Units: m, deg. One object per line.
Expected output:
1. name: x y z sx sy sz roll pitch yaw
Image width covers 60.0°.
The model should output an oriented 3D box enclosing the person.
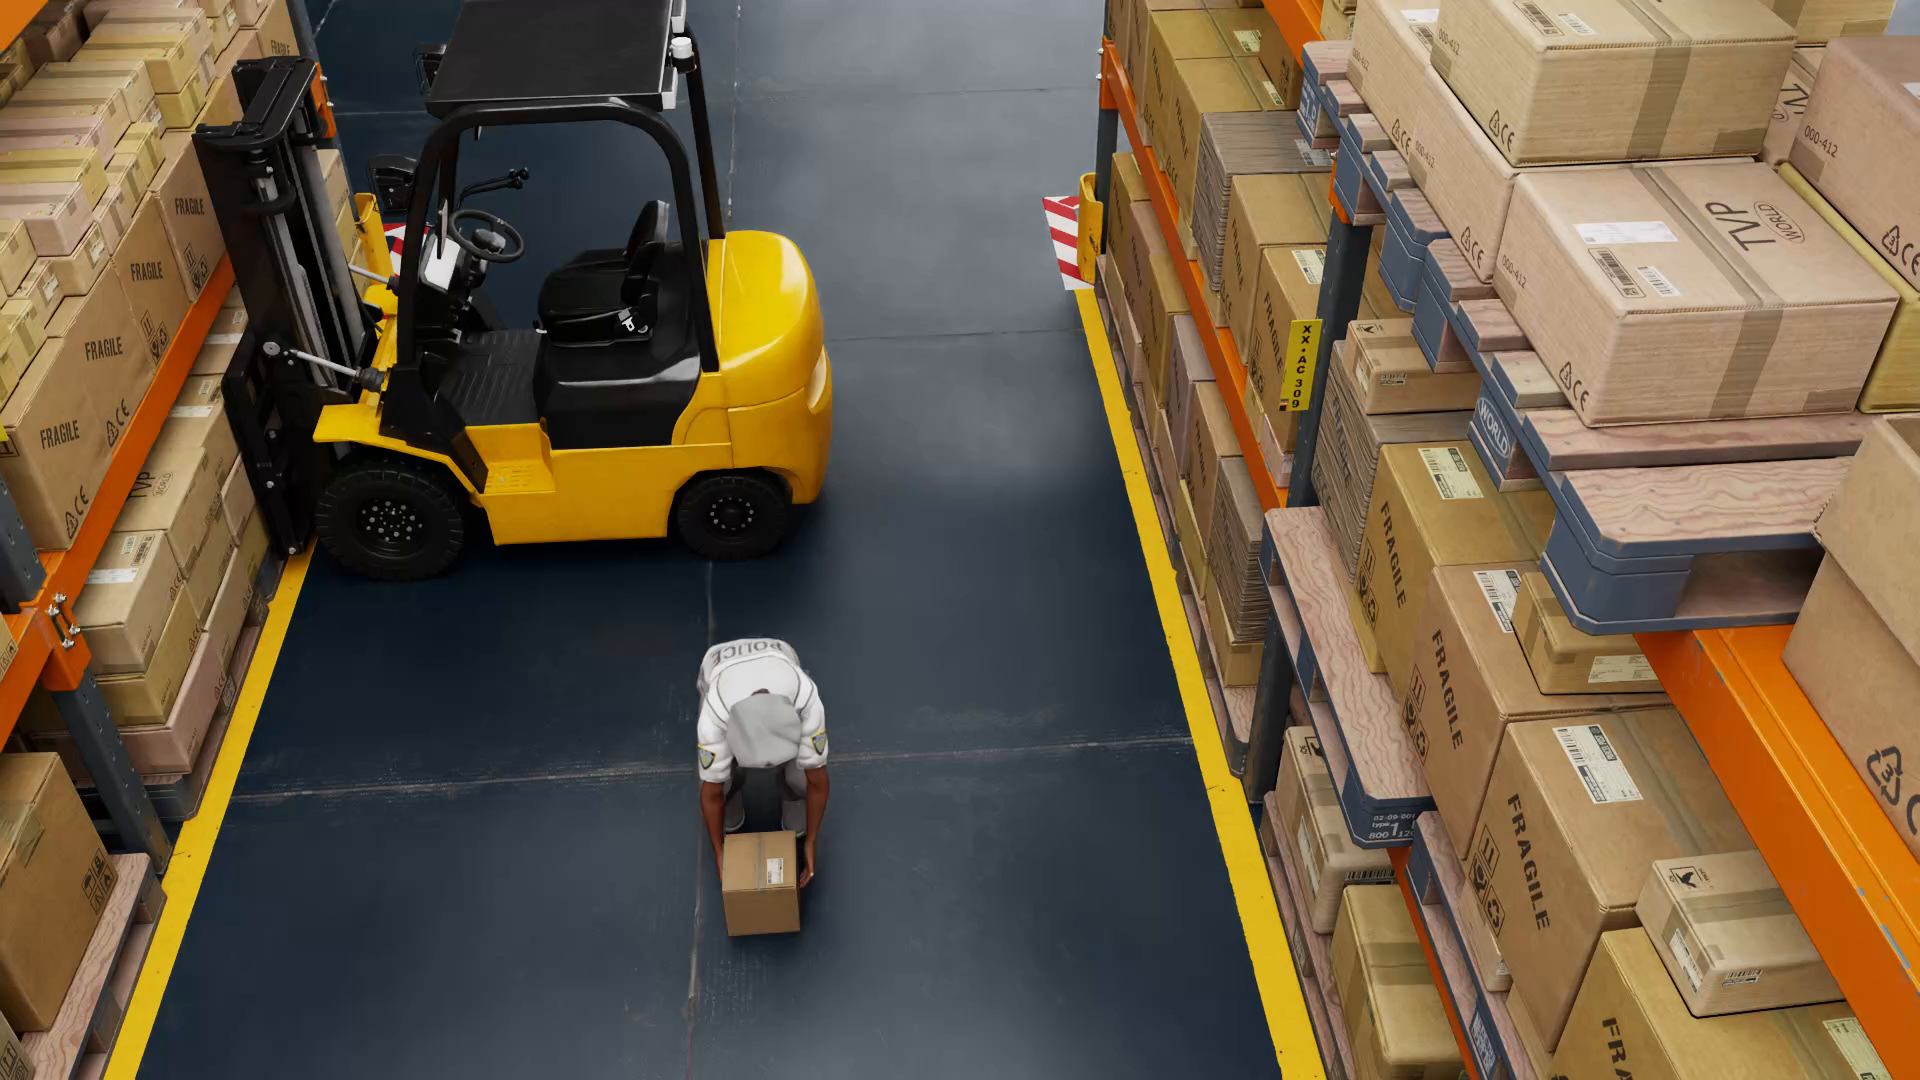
1. person: -0.706 0.714 5.868 0.481 0.930 0.862 -3 39 -4
